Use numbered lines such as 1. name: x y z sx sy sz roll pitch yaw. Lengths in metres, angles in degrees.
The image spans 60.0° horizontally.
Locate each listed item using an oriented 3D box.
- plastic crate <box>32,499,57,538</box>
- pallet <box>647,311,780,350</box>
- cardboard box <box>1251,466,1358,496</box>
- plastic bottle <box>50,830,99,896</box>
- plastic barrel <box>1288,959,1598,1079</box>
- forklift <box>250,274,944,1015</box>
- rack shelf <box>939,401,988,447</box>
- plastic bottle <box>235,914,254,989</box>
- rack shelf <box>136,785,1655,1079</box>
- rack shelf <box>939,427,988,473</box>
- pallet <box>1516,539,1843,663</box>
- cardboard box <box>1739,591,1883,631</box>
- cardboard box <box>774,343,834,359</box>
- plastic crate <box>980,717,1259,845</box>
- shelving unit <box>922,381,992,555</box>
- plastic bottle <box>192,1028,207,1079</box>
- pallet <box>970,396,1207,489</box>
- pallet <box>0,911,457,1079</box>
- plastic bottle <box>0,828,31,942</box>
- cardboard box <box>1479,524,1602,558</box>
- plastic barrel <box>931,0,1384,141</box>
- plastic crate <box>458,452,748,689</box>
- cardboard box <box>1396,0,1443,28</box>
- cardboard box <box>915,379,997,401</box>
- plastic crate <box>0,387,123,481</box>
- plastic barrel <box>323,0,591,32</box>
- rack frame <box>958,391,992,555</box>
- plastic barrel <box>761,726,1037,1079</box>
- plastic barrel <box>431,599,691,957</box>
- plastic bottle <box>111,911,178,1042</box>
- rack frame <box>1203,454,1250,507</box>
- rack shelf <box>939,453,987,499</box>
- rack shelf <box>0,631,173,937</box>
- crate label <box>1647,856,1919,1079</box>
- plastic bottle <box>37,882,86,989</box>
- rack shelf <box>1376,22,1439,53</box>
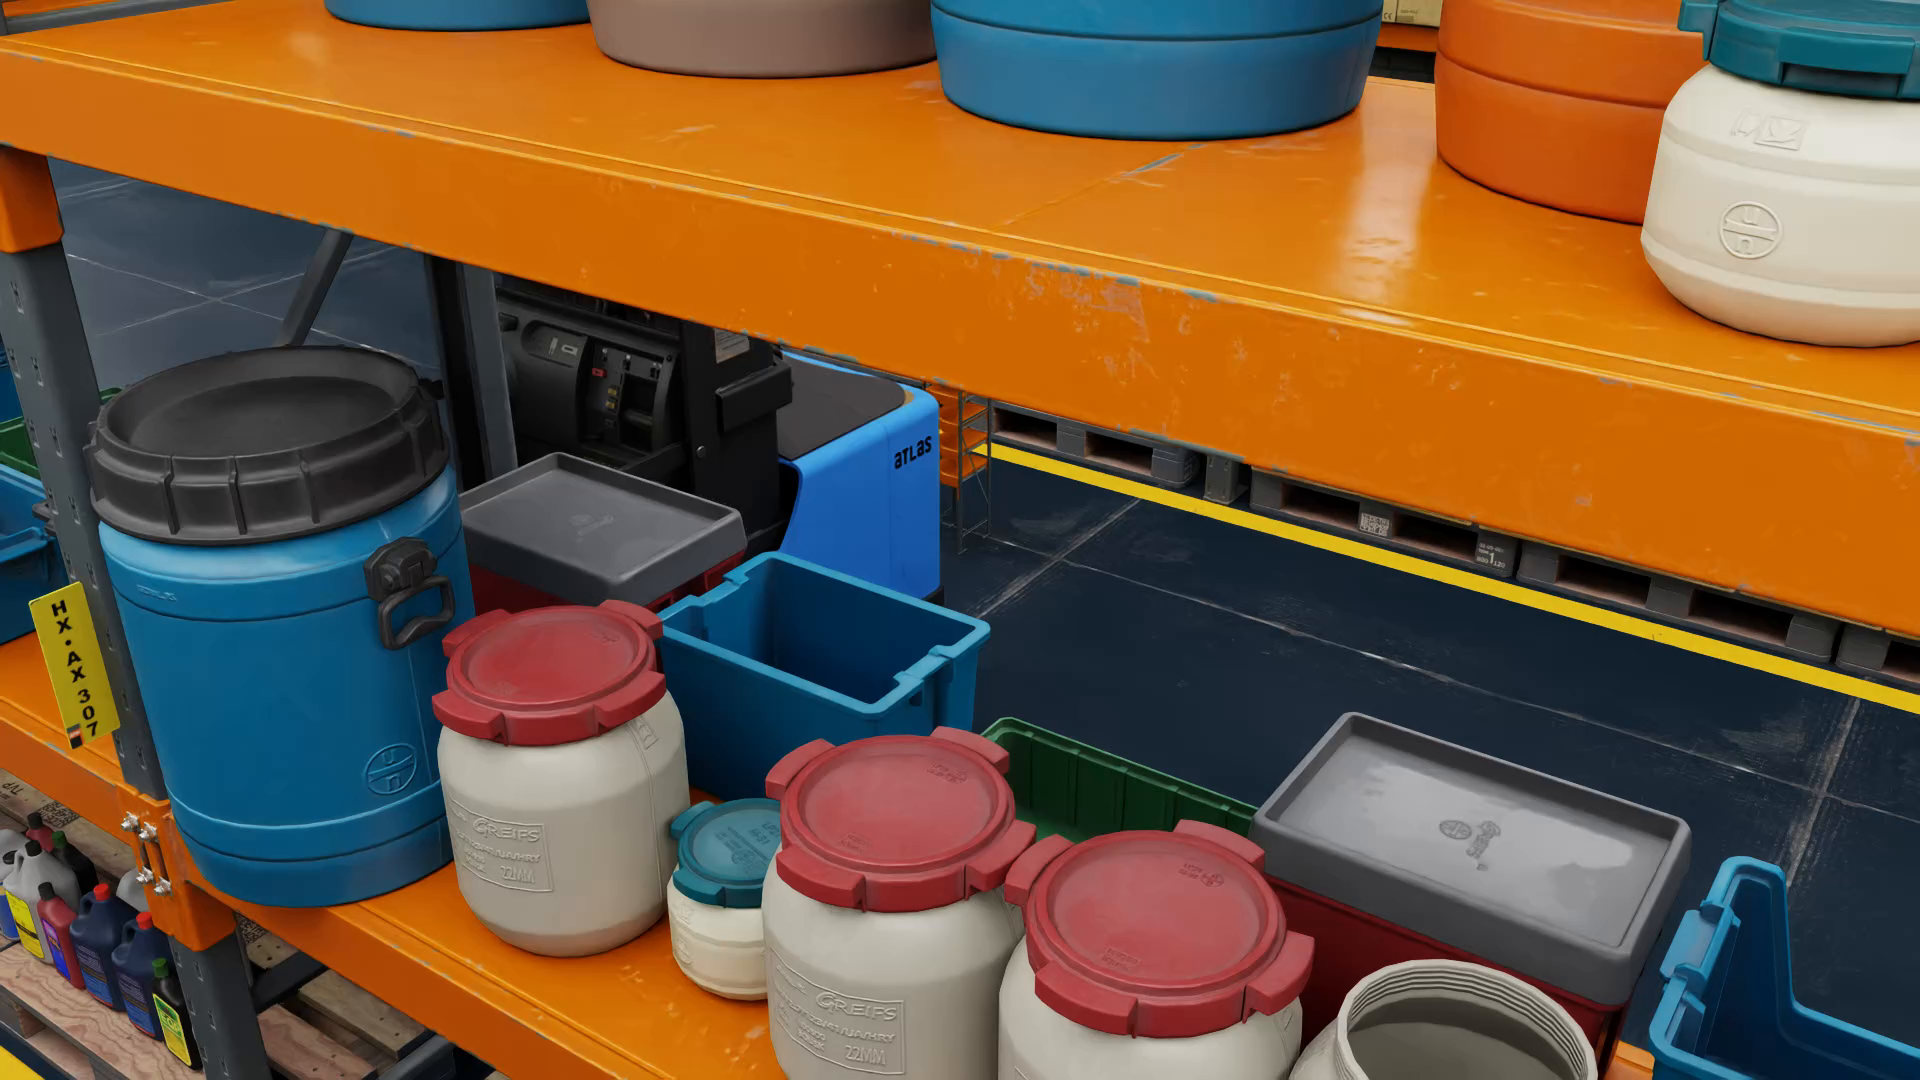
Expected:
1. plastic crate: -1.721 0.007 3.997 0.504 0.338 0.767 17 32 30
2. pallet: -1.197 -1.293 9.558 1.213 0.211 1.003 17 32 30
3. cardboard box: 1.639 -0.455 7.405 0.500 0.250 0.500 16 31 29
4. plastic bottle: -2.443 0.941 4.603 0.133 0.283 0.061 17 32 30
5. plastic barrel: 0.620 0.846 2.156 0.421 0.512 0.421 0 27 0
6. forklift: -1.335 -0.462 4.927 1.130 2.935 3.031 18 32 32
7. rack shelf: -0.012 -0.499 7.005 0.180 0.103 0.258 17 32 30
8. plastic bottle: -1.974 1.035 4.345 0.185 0.351 0.144 17 32 30
9. rack shelf: 0.287 0.996 2.779 4.000 0.370 1.077 17 32 30
10. rack shelf: -0.012 -0.392 7.060 0.180 0.103 0.258 17 32 30
11. pallet: 3.086 0.041 6.937 1.213 0.211 1.003 17 32 30
12. cardboard box: 3.332 0.071 6.372 0.500 0.250 0.500 18 32 31
13. cardboard box: -0.709 -1.202 8.873 0.500 0.250 0.500 17 32 30
14. plastic crate: 0.234 0.598 3.002 0.662 0.188 0.450 17 32 30
15. shelving unit: -0.012 -0.538 6.985 0.189 1.200 0.258 17 32 30
16. plastic bottle: -1.837 1.236 4.114 0.097 0.201 0.097 0 27 0
17. pallet: 0.815 -0.667 8.327 1.213 0.211 1.003 17 32 30
18. pallet: -1.891 1.216 4.627 1.213 0.211 1.003 17 32 30
19. plastic bottle: -2.611 0.946 4.601 0.135 0.276 0.152 18 32 31
20. cardboard box: 2.488 -0.191 6.887 0.500 0.250 0.500 16 31 29
21. plastic barrel: 0.259 -1.013 2.074 0.708 0.901 0.600 17 32 30
22. plastic crate: -0.789 0.143 3.591 0.583 0.464 0.402 17 32 30
23. cardboard box: 3.280 -3.624 11.207 0.500 0.250 0.500 17 32 31
24. cardboard box: 0.113 -0.943 8.365 0.500 0.250 0.500 17 32 30
25. plastic crate: -2.320 -0.198 4.566 0.662 0.188 0.450 17 32 30
26. plastic barrel: -0.819 -1.349 2.734 0.708 0.901 0.600 17 32 30
27. rack frame: 0.063 -0.515 6.939 0.006 1.200 0.240 17 32 30
28. plastic barrel: -0.092 0.617 2.580 0.433 0.535 0.433 0 27 0
29. plastic barrel: -0.697 0.429 2.951 0.433 0.535 0.433 0 27 0
30. plastic bottle: -2.055 1.088 4.240 0.185 0.351 0.144 16 31 29
31. rack frame: 1.446 -1.689 7.262 0.127 3.000 1.000 17 32 30
32. rack shelf: -0.012 -0.285 7.114 0.180 0.103 0.258 17 32 30
33. rack shelf: -3.010 -0.031 4.798 4.000 0.370 1.077 17 32 30
34. crate label: 1.270 0.817 2.299 0.616 0.435 0.502 17 32 30
35. plastic bottle: -2.371 1.043 4.403 0.133 0.283 0.061 20 33 34
36. rack shelf: 2.599 -3.735 12.076 4.000 0.370 1.077 17 32 30
